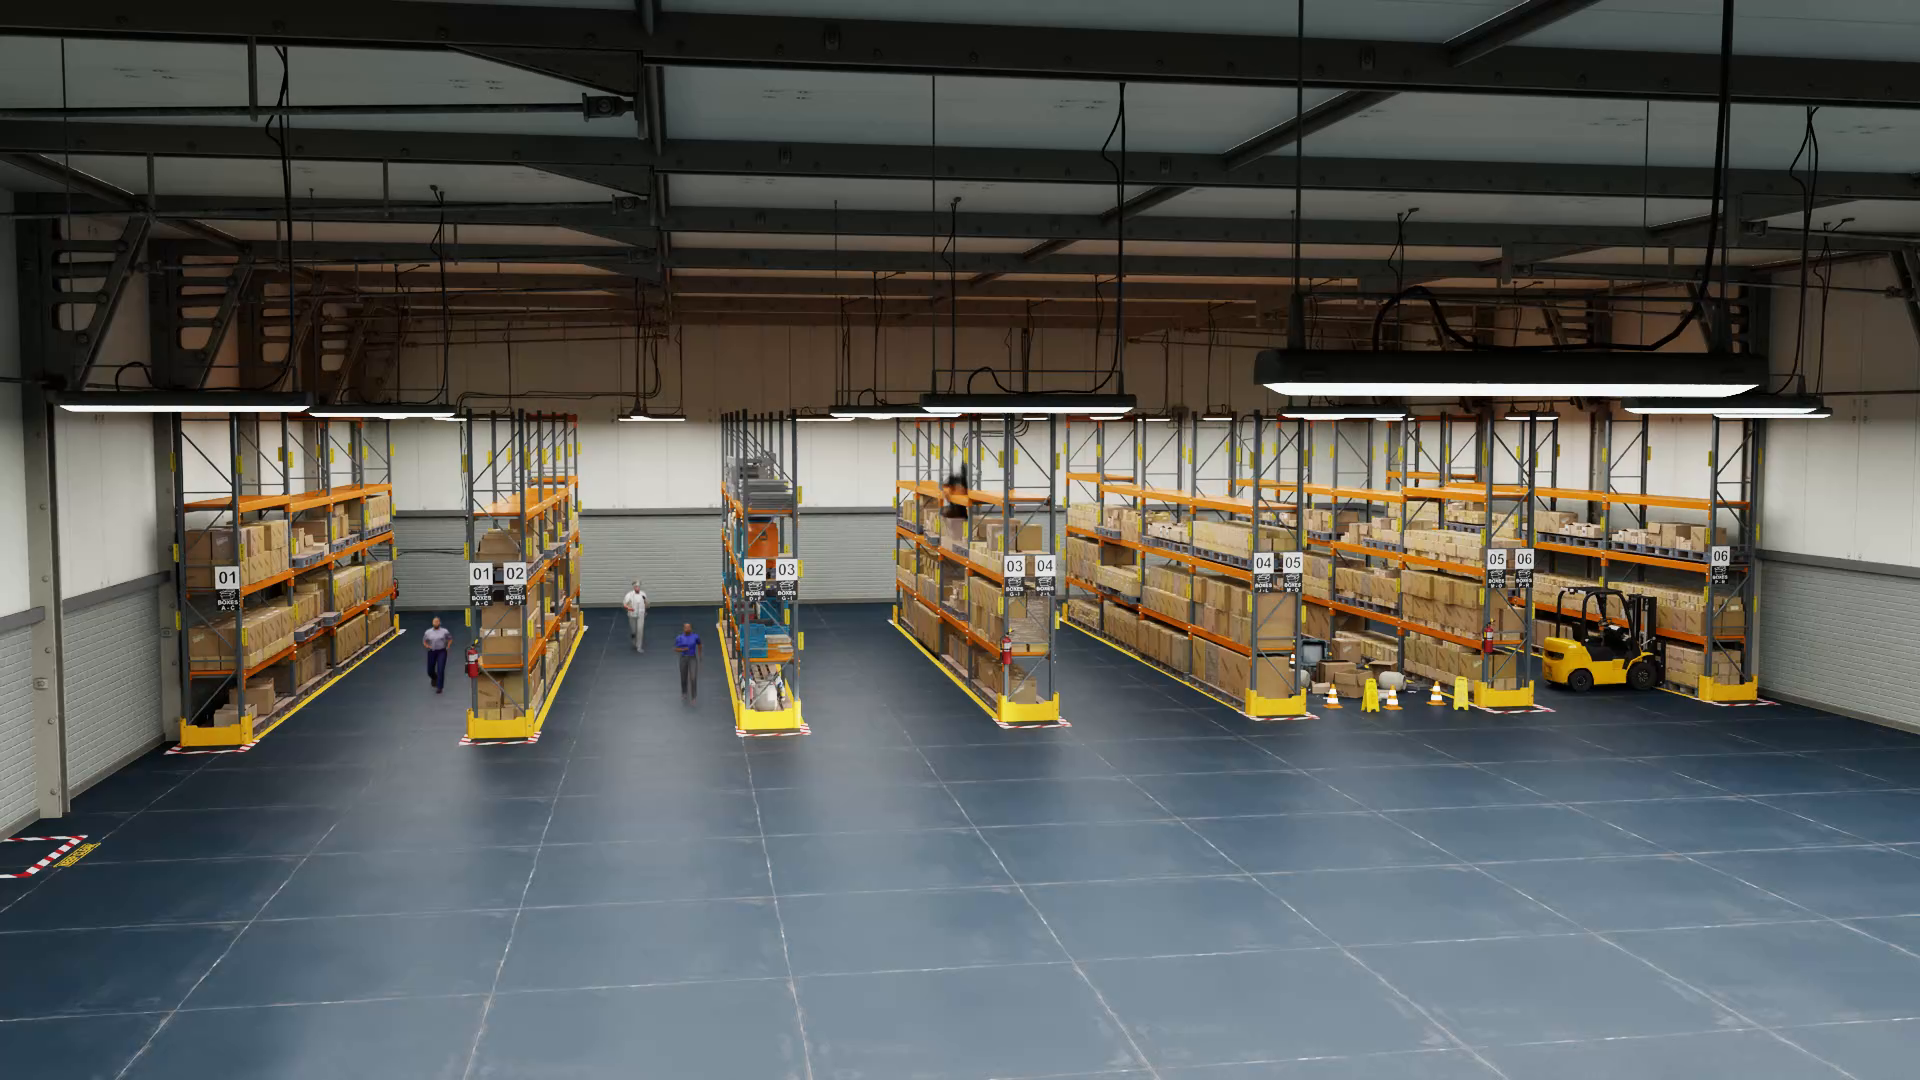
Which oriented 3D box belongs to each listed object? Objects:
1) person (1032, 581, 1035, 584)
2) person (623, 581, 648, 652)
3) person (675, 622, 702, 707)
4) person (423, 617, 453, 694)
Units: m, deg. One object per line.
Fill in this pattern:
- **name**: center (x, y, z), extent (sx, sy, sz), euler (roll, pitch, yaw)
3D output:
- **person**: center (1.849, 1.537, 47.910), extent (0.653, 1.750, 0.853), euler (1, 4, 13)
- **person**: center (-8.195, 1.919, 42.055), extent (0.654, 1.790, 0.823), euler (-2, 4, -22)
- **person**: center (-5.546, 2.519, 33.972), extent (0.552, 1.706, 0.808), euler (-1, 4, -10)
- **person**: center (-11.154, 2.444, 35.521), extent (0.616, 1.604, 0.740), euler (-1, 4, -12)
